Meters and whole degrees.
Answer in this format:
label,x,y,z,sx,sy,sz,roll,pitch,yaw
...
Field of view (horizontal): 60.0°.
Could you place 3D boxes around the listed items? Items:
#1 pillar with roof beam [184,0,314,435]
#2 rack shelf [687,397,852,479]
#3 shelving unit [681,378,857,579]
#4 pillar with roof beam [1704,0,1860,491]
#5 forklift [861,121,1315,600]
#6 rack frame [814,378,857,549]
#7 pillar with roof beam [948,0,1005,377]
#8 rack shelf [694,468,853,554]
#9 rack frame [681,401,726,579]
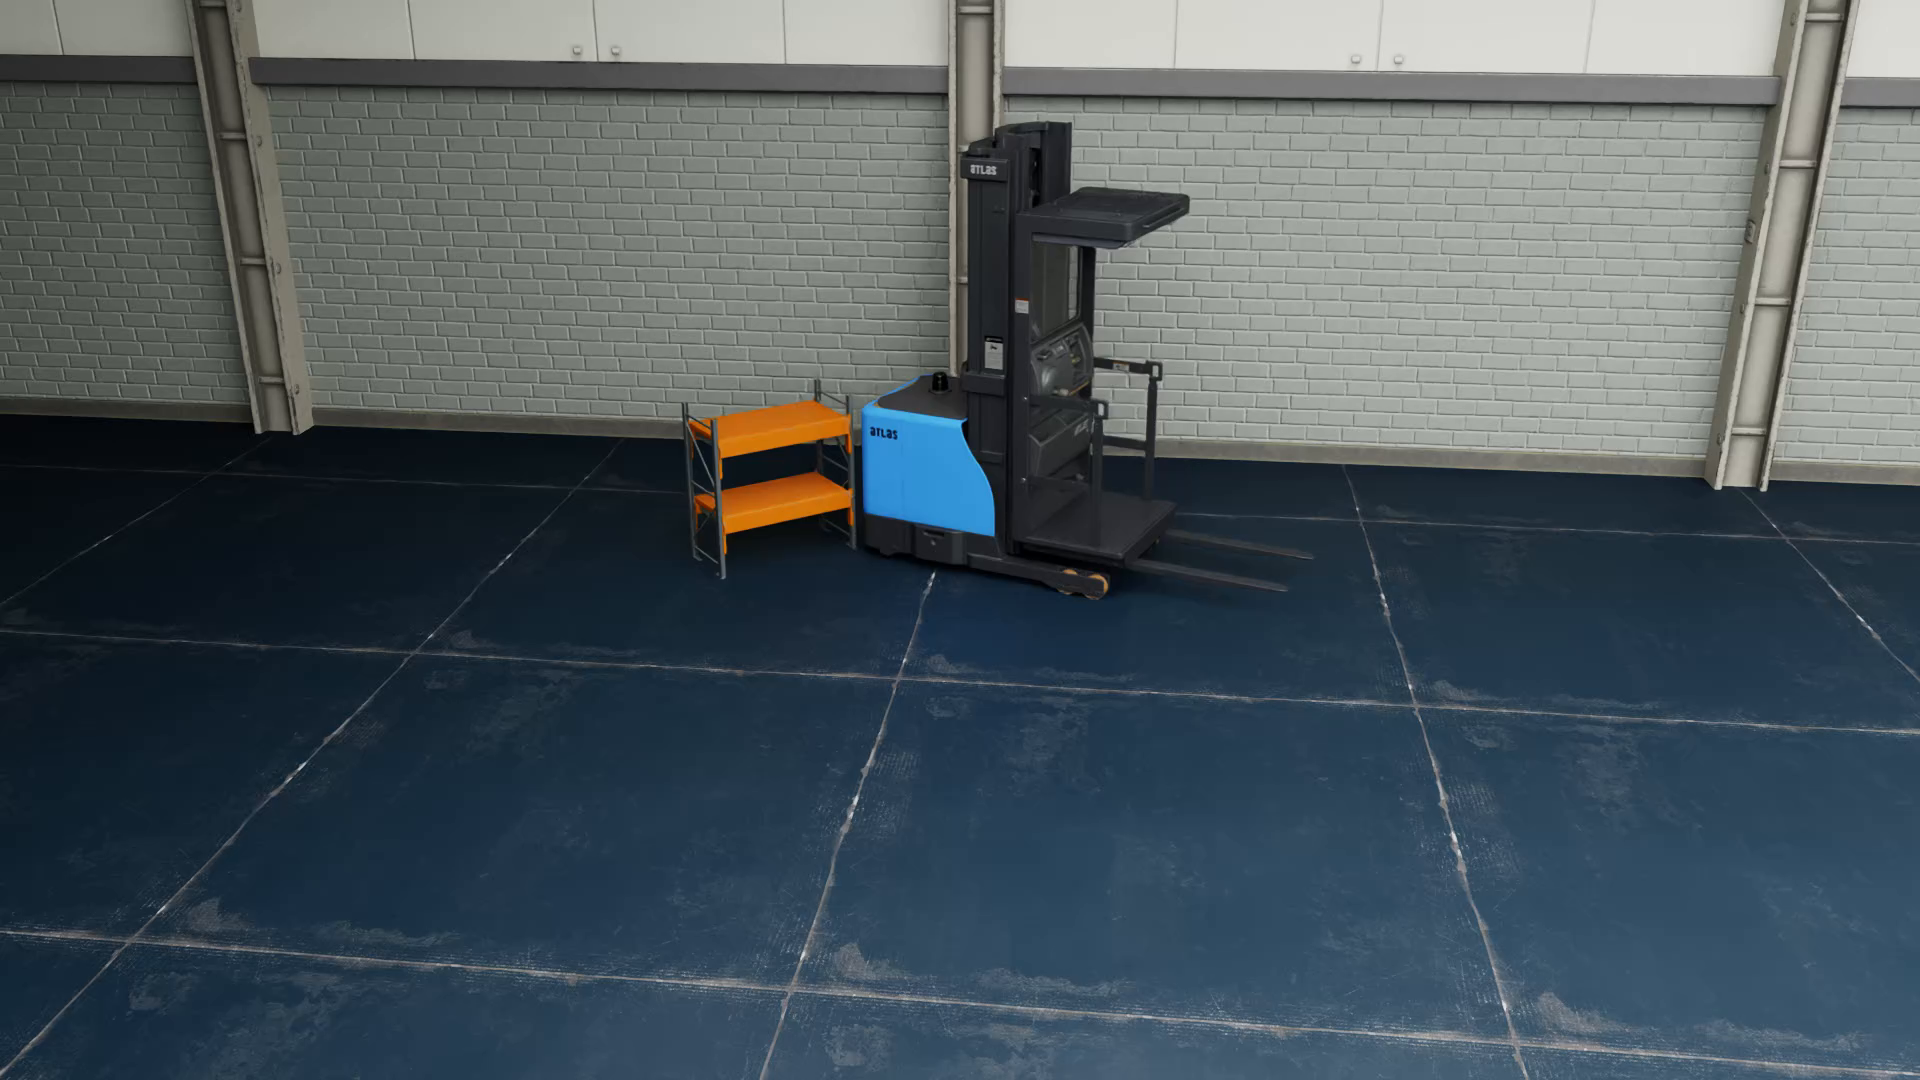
label,x,y,z,sx,sy,sz,roll,pitch,yaw
pillar with roof beam,-6.339,-3.576,8.745,0.400,9.000,9.100,2,22,6
rack shelf,-1.310,-0.712,11.414,1.000,0.278,0.538,-14,25,-31
shelving unit,-1.310,-0.440,11.522,1.048,1.125,0.538,-14,25,-31
pillar with roof beam,5.577,-3.057,7.432,0.400,9.000,9.100,2,22,6
forklift,0.861,-1.191,10.965,3.031,2.935,1.130,10,24,25
rack frame,-0.884,-0.542,11.780,0.032,1.125,0.500,-14,25,-31
pillar with roof beam,-0.381,-3.316,8.089,0.400,9.000,9.100,2,22,6
rack shelf,-1.310,-0.212,11.611,1.000,0.278,0.538,-14,25,-31
rack frame,-1.736,-0.337,11.263,0.032,1.125,0.500,-14,25,-31
